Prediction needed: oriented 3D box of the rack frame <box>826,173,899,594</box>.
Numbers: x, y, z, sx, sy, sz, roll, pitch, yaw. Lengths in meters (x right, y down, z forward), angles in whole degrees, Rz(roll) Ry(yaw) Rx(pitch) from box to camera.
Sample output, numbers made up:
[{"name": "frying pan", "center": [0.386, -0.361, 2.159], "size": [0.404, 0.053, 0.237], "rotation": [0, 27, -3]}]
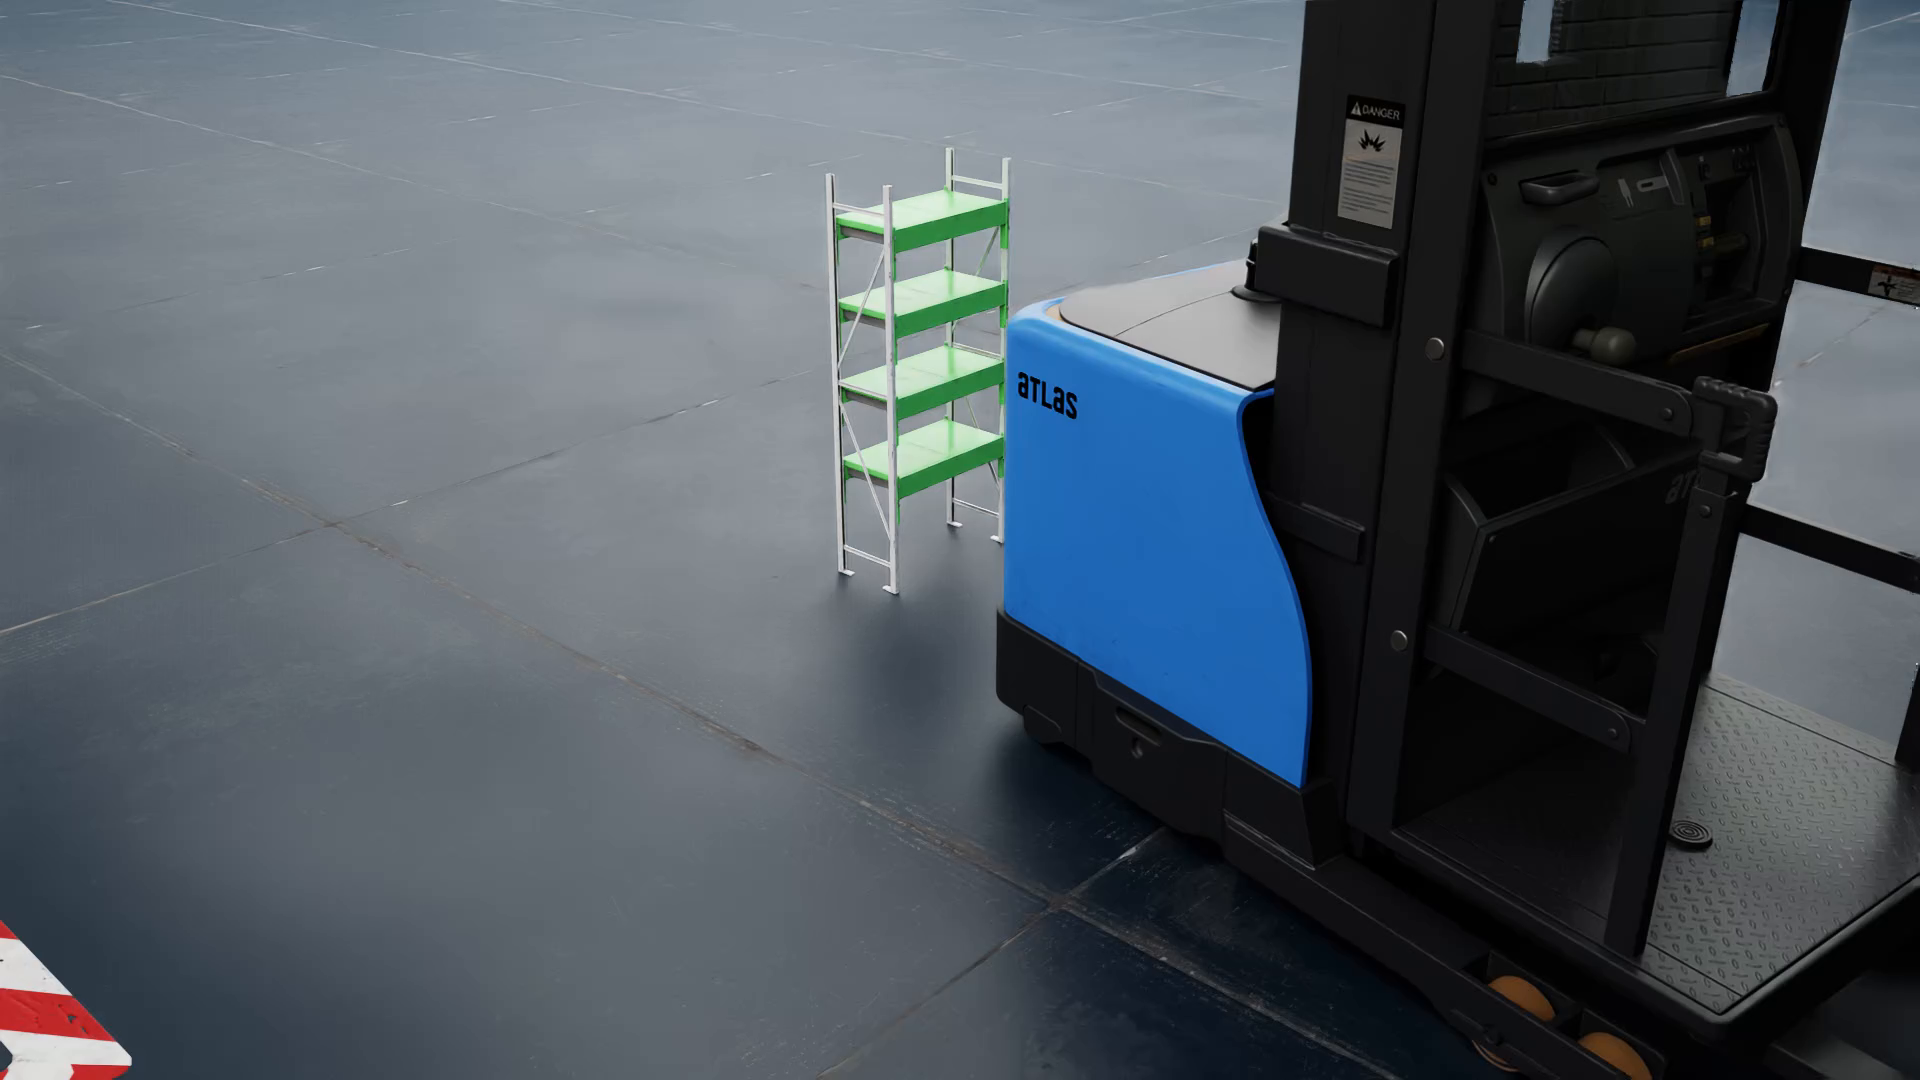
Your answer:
[{"name": "rack frame", "center": [-0.273, -0.423, 4.726], "size": [0.240, 1.200, 0.015], "rotation": [20, 31, 38]}]

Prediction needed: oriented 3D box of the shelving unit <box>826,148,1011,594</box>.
[{"name": "shelving unit", "center": [-0.110, -0.497, 4.892], "size": [0.258, 1.200, 0.503], "rotation": [20, 31, 38]}]

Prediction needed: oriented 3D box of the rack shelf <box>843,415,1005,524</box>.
[{"name": "rack shelf", "center": [-0.110, -0.220, 5.016], "size": [0.258, 0.148, 0.480], "rotation": [20, 31, 38]}]

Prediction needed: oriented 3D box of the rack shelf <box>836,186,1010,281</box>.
[{"name": "rack shelf", "center": [-0.110, -0.877, 4.722], "size": [0.258, 0.148, 0.480], "rotation": [20, 31, 38]}]

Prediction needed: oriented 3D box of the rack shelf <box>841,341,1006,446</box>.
[{"name": "rack shelf", "center": [-0.110, -0.439, 4.918], "size": [0.258, 0.148, 0.480], "rotation": [20, 31, 38]}]

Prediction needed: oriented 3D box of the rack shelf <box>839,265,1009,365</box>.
[{"name": "rack shelf", "center": [-0.110, -0.658, 4.820], "size": [0.258, 0.148, 0.480], "rotation": [20, 31, 38]}]

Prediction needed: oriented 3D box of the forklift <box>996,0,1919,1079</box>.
[{"name": "forklift", "center": [1.368, -0.524, 2.835], "size": [1.130, 2.935, 3.031], "rotation": [-17, 29, -33]}]

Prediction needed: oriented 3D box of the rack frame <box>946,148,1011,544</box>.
[{"name": "rack frame", "center": [0.052, -0.571, 5.058], "size": [0.240, 1.200, 0.015], "rotation": [20, 31, 38]}]
